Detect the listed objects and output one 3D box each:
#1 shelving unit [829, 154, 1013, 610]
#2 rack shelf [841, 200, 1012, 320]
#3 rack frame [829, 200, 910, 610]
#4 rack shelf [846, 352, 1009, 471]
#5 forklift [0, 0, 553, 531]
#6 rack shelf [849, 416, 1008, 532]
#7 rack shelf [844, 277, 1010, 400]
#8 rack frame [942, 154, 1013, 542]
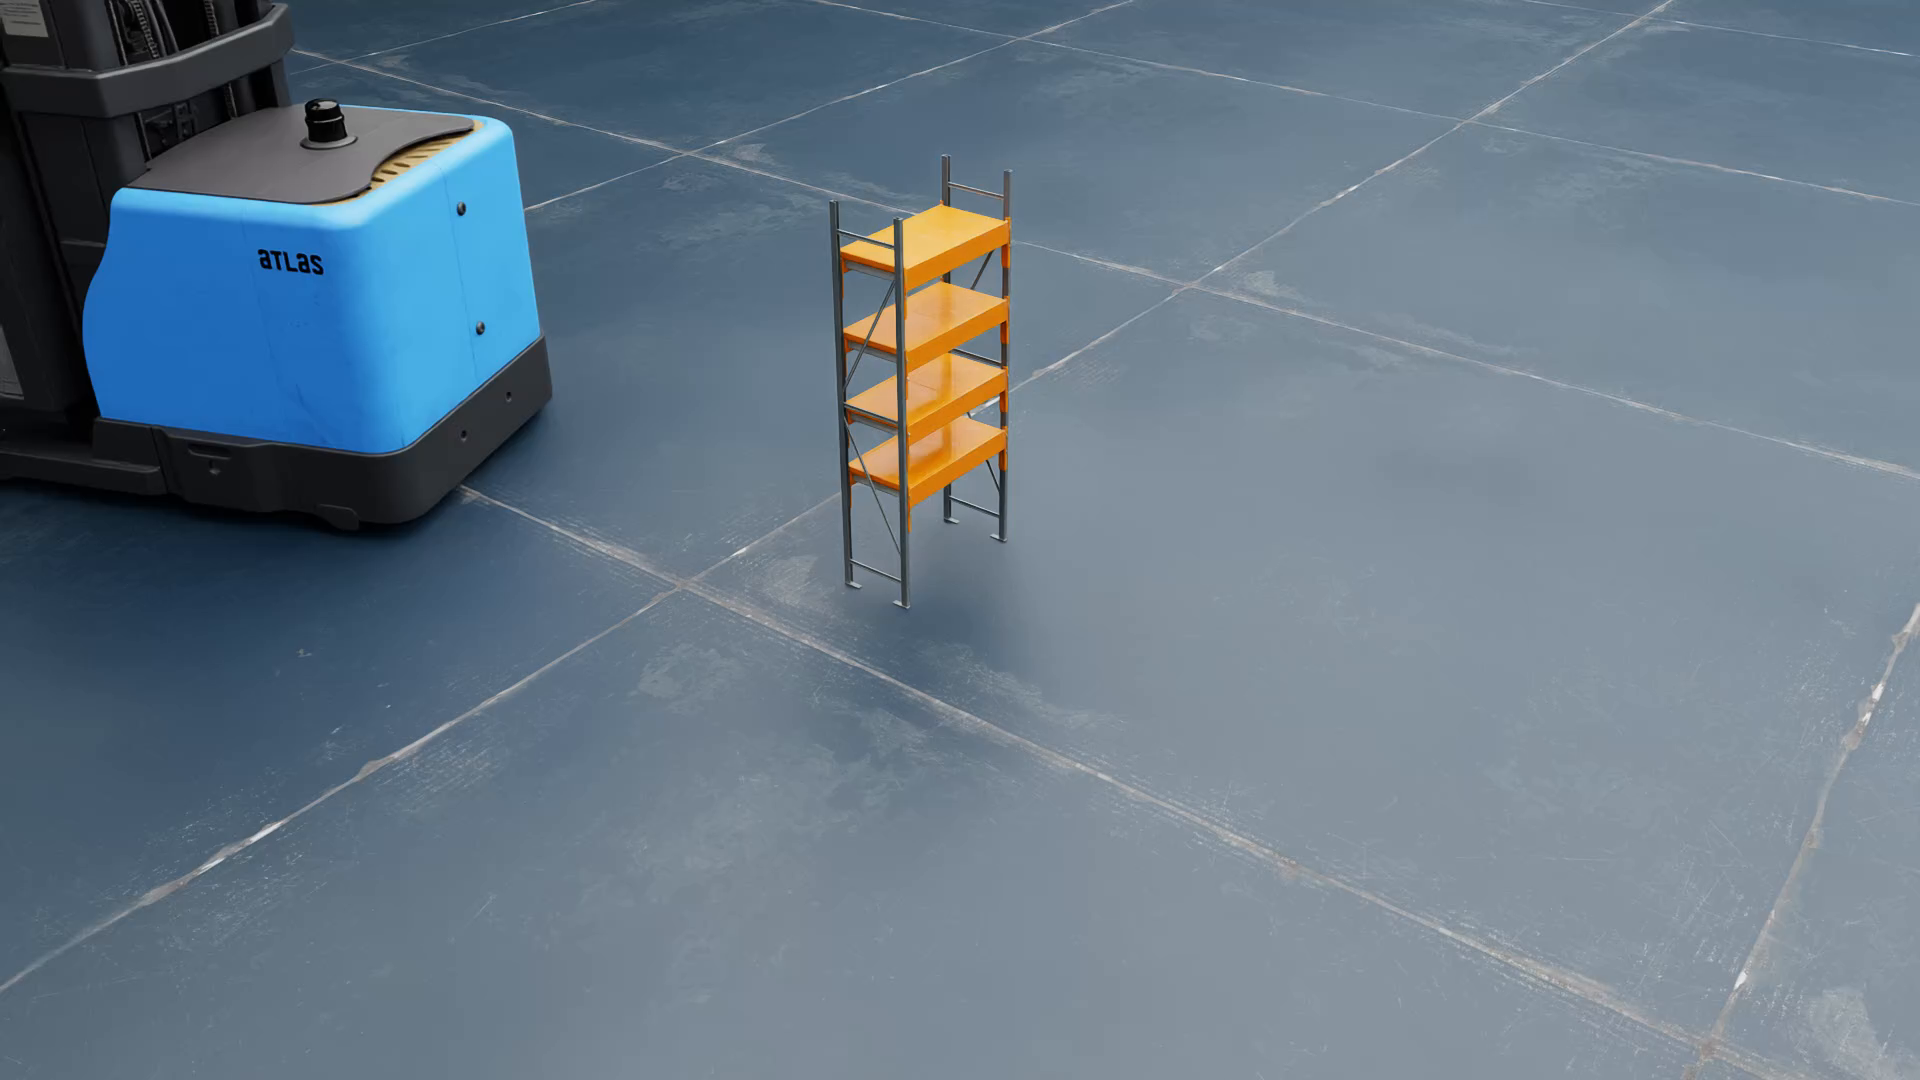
[{"bbox_3d":[-0.100,-0.449,4.831,0.258,1.200,0.503,21,37,31],"label":"shelving unit"},{"bbox_3d":[-0.100,-0.787,4.630,0.258,0.148,0.480,21,37,31],"label":"rack shelf"},{"bbox_3d":[-0.247,-0.350,4.663,0.240,1.200,0.015,21,37,31],"label":"rack frame"},{"bbox_3d":[-0.100,-0.391,4.865,0.258,0.148,0.480,21,37,31],"label":"rack shelf"},{"bbox_3d":[-3.039,-1.694,5.233,3.031,2.935,1.130,8,32,13],"label":"forklift"},{"bbox_3d":[-0.100,-0.220,4.966,0.258,0.148,0.480,21,37,31],"label":"rack shelf"},{"bbox_3d":[-0.100,-0.583,4.751,0.258,0.148,0.480,21,37,31],"label":"rack shelf"},{"bbox_3d":[0.047,-0.548,4.998,0.240,1.200,0.015,21,37,31],"label":"rack frame"}]
